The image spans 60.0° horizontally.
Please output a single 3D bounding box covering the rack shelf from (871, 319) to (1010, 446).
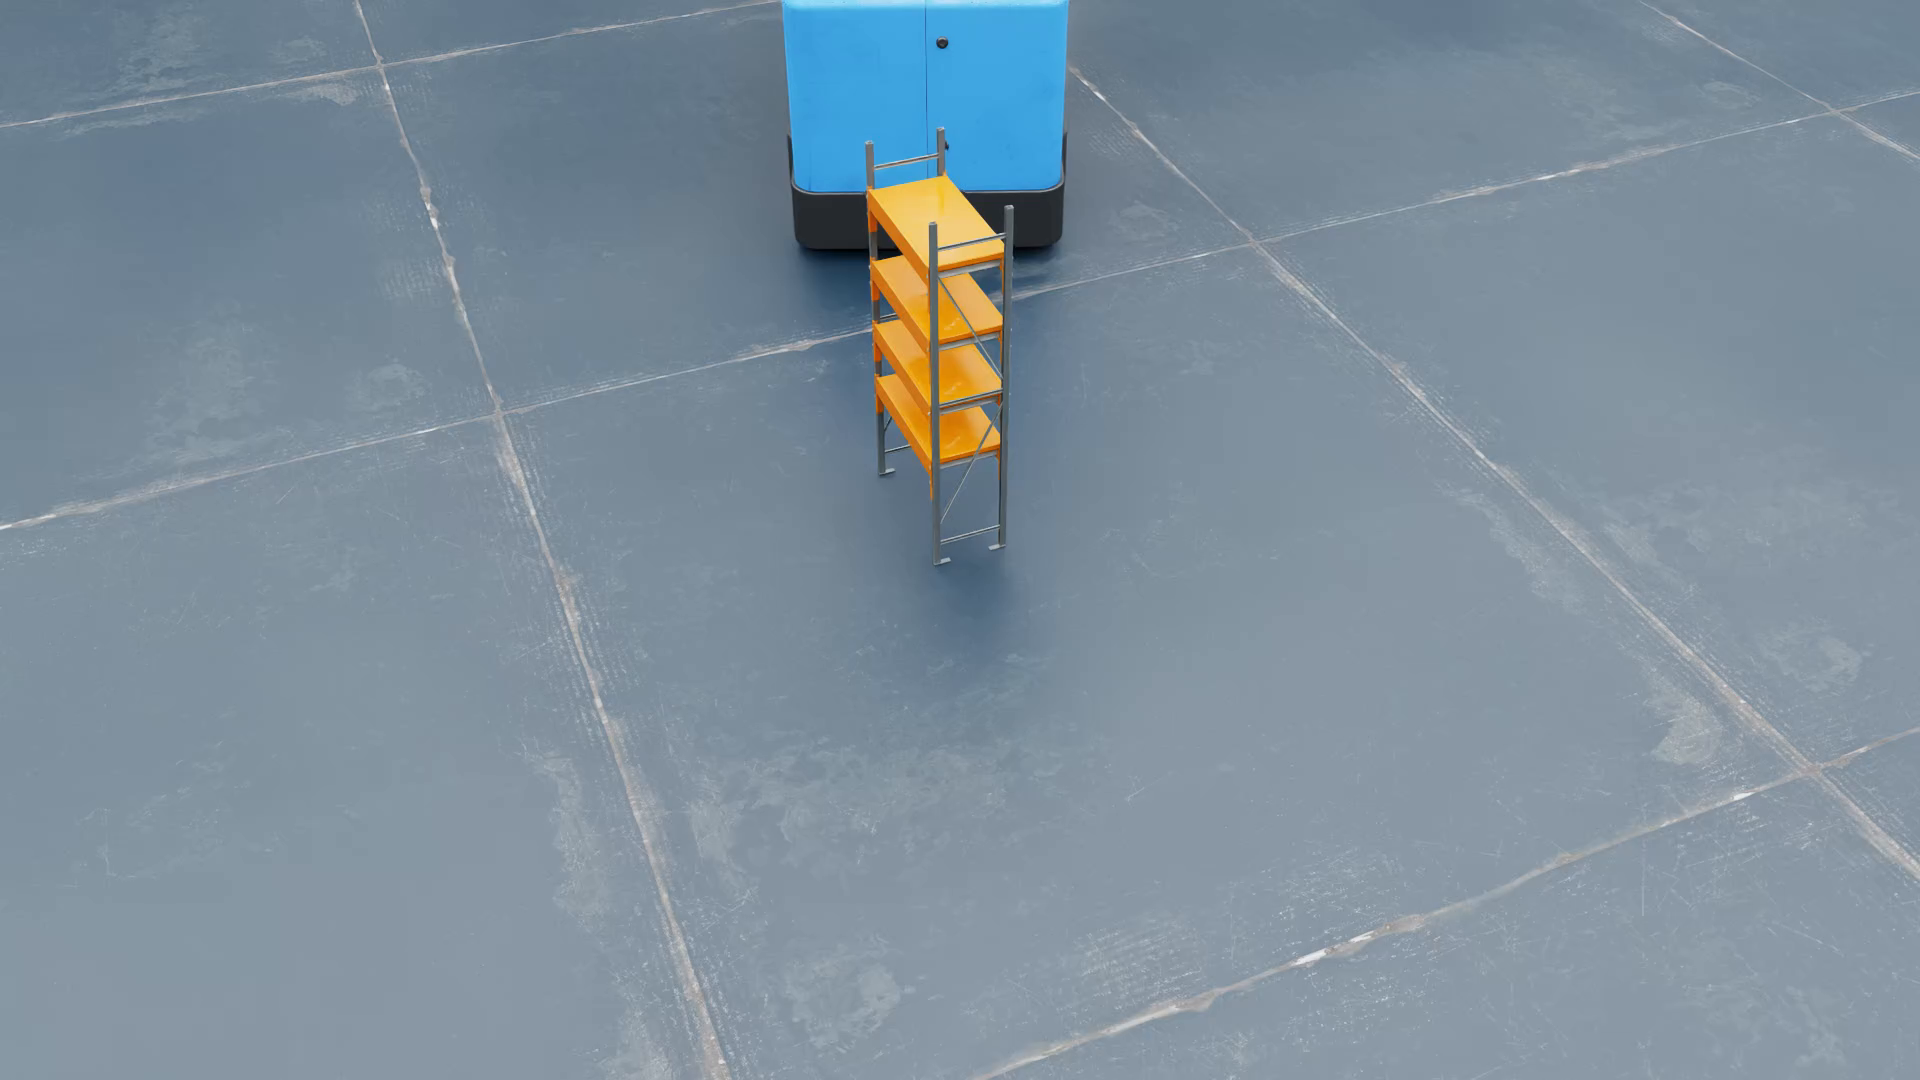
[{"bbox_3d":[-0.063,-0.504,5.019,0.258,0.148,0.480,-15,43,-17],"label":"rack shelf"}]

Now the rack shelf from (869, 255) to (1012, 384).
[{"bbox_3d":[-0.063,-0.673,4.873,0.258,0.148,0.480,-15,43,-17],"label":"rack shelf"}]

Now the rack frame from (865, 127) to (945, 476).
[{"bbox_3d":[-0.157,-0.702,5.146,0.240,1.200,0.015,-15,43,-17],"label":"rack frame"}]

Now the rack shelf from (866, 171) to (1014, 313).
[{"bbox_3d":[-0.063,-0.853,4.719,0.258,0.148,0.480,-15,43,-17],"label":"rack shelf"}]

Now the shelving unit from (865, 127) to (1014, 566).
[{"bbox_3d":[-0.063,-0.555,4.975,0.258,1.200,0.503,-15,43,-17],"label":"shelving unit"}]

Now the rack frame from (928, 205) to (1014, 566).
[{"bbox_3d":[0.030,-0.408,4.804,0.240,1.200,0.015,-15,43,-17],"label":"rack frame"}]

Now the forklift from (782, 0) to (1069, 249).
[{"bbox_3d":[-0.153,-3.177,6.697,1.130,2.935,3.031,-1,41,-1],"label":"forklift"}]

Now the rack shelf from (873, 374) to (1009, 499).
[{"bbox_3d":[-0.063,-0.353,5.148,0.258,0.148,0.480,-15,43,-17],"label":"rack shelf"}]
